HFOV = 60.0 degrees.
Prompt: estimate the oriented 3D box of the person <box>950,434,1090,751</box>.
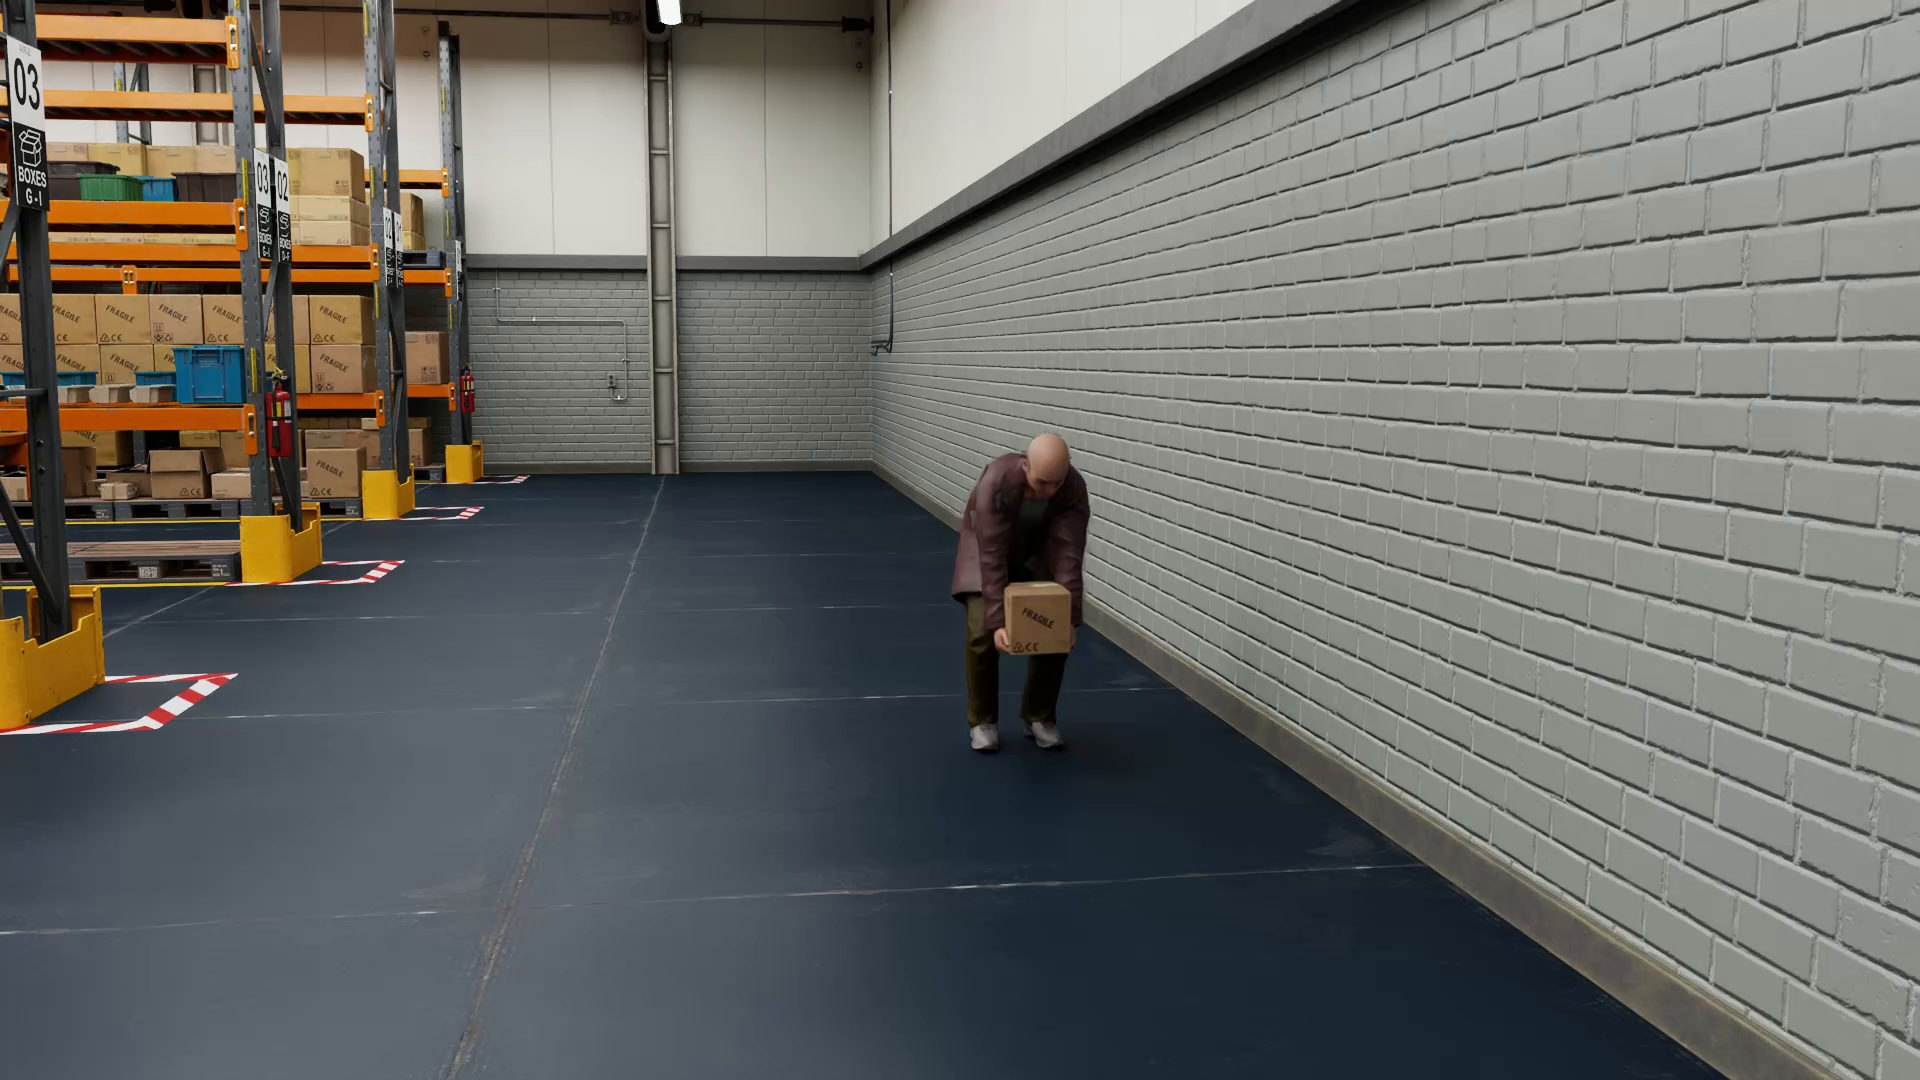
[{"bbox_3d":[0.267,0.230,7.031,0.562,1.376,0.876,-1,6,-11],"label":"person"}]
